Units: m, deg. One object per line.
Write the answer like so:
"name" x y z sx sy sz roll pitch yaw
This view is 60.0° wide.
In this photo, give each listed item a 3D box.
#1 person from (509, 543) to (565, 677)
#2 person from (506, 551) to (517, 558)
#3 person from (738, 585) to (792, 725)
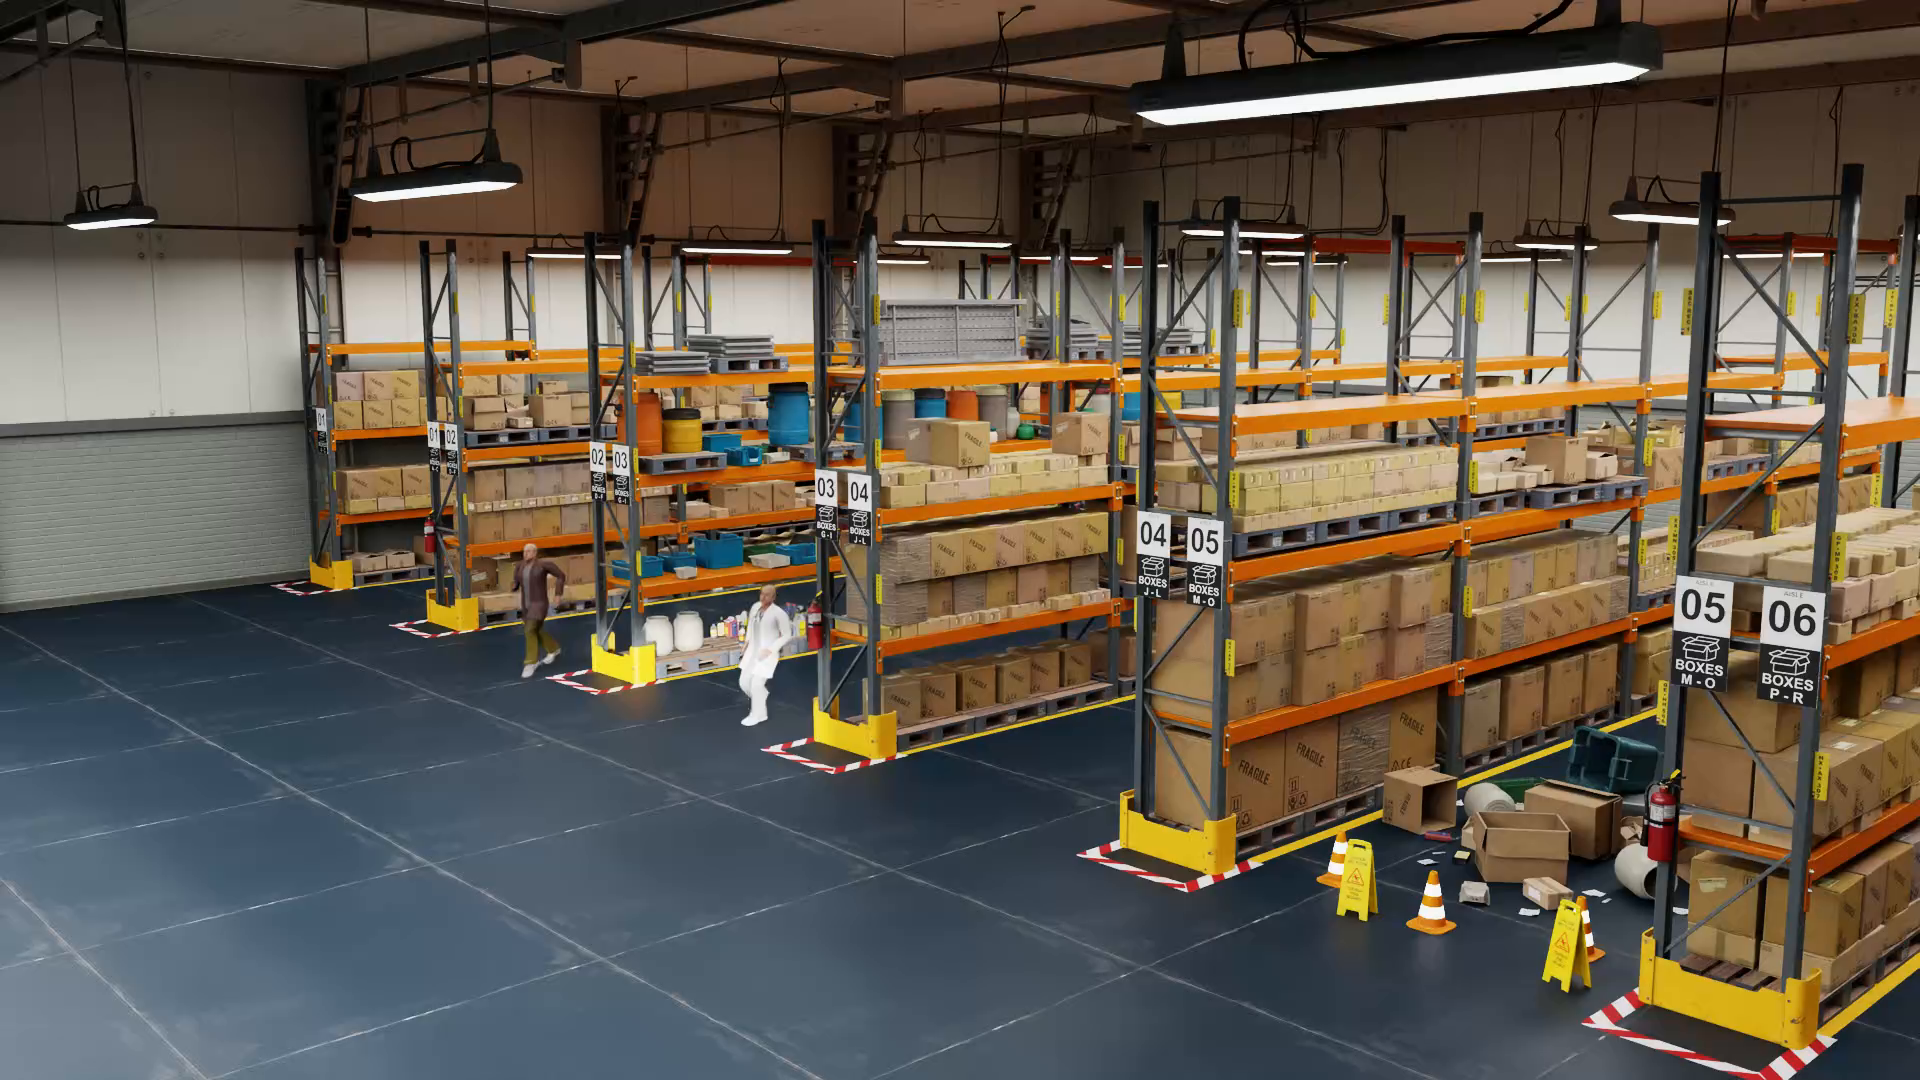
"person" -5.858 0.935 23.039 0.727 1.826 0.941 5 10 29
"person" -7.708 0.072 29.090 0.620 1.617 0.652 5 10 30
"person" -2.340 1.386 20.077 0.729 1.731 0.606 5 10 30
